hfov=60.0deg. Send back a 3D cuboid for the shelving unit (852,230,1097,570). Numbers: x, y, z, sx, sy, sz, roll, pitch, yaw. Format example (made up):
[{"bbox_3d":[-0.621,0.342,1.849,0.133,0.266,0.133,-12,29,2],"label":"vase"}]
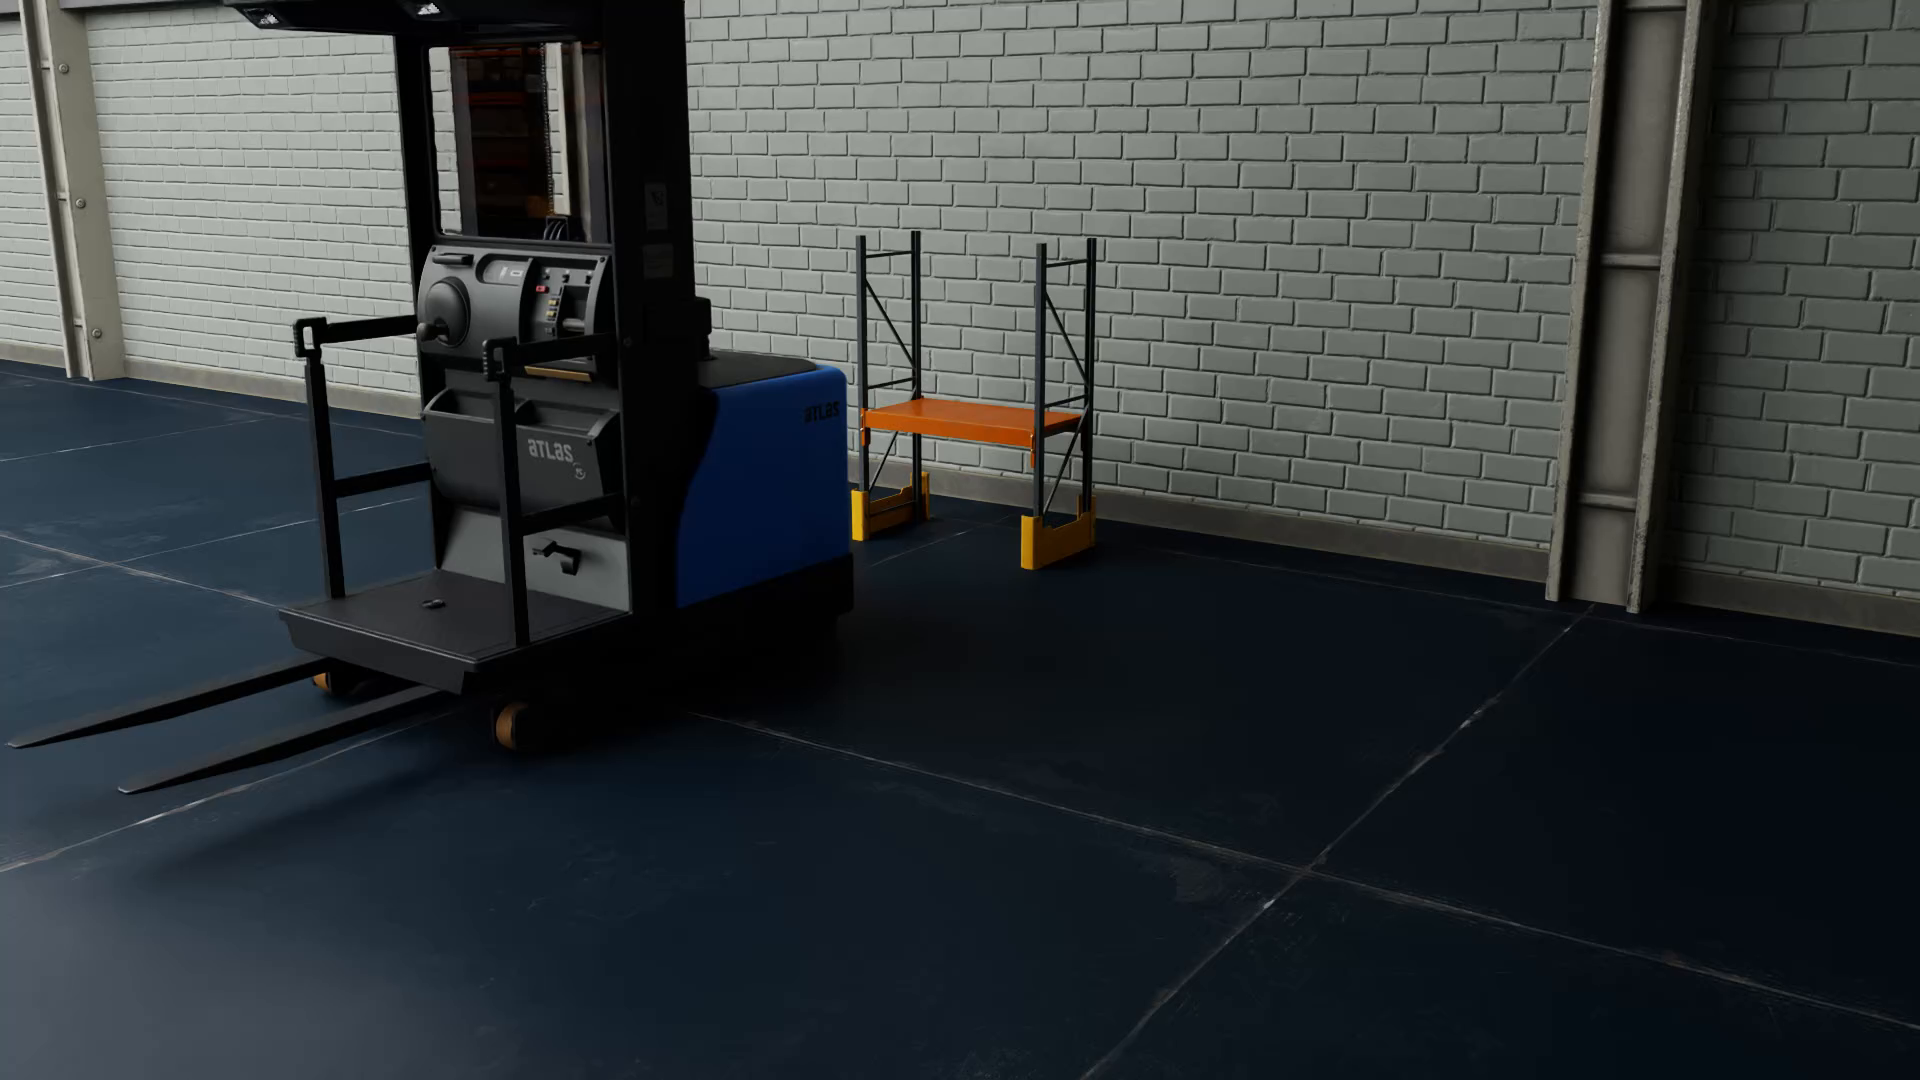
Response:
[{"bbox_3d":[0.063,-0.718,8.102,1.083,1.500,0.587,9,17,33],"label":"shelving unit"}]

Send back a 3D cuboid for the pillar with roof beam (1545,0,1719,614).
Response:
[{"bbox_3d":[0.406,-3.254,2.740,0.400,9.000,9.100,9,17,33],"label":"pillar with roof beam"}]

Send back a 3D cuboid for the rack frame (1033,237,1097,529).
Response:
[{"bbox_3d":[0.493,-0.648,7.821,0.032,1.500,0.500,9,17,33],"label":"rack frame"}]

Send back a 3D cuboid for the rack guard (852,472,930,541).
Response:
[{"bbox_3d":[-0.350,-0.178,8.522,0.087,0.250,0.587,9,17,33],"label":"rack guard"}]

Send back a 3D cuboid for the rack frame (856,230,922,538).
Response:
[{"bbox_3d":[-0.351,-0.785,8.372,0.032,1.500,0.500,9,17,33],"label":"rack frame"}]

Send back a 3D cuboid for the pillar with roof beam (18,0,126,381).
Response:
[{"bbox_3d":[-9.552,-4.863,9.241,0.400,9.000,9.100,9,17,33],"label":"pillar with roof beam"}]

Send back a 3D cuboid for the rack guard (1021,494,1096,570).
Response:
[{"bbox_3d":[0.476,-0.044,7.982,0.087,0.250,0.587,9,17,33],"label":"rack guard"}]

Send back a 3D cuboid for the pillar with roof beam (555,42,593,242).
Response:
[{"bbox_3d":[-4.573,-4.058,5.990,0.400,9.000,9.100,9,17,33],"label":"pillar with roof beam"}]

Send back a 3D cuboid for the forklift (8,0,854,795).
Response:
[{"bbox_3d":[-1.696,-0.853,5.668,1.130,2.935,3.031,10,17,34],"label":"forklift"}]

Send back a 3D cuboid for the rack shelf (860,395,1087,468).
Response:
[{"bbox_3d":[0.071,-0.542,8.140,1.000,0.185,0.538,9,17,33],"label":"rack shelf"}]
